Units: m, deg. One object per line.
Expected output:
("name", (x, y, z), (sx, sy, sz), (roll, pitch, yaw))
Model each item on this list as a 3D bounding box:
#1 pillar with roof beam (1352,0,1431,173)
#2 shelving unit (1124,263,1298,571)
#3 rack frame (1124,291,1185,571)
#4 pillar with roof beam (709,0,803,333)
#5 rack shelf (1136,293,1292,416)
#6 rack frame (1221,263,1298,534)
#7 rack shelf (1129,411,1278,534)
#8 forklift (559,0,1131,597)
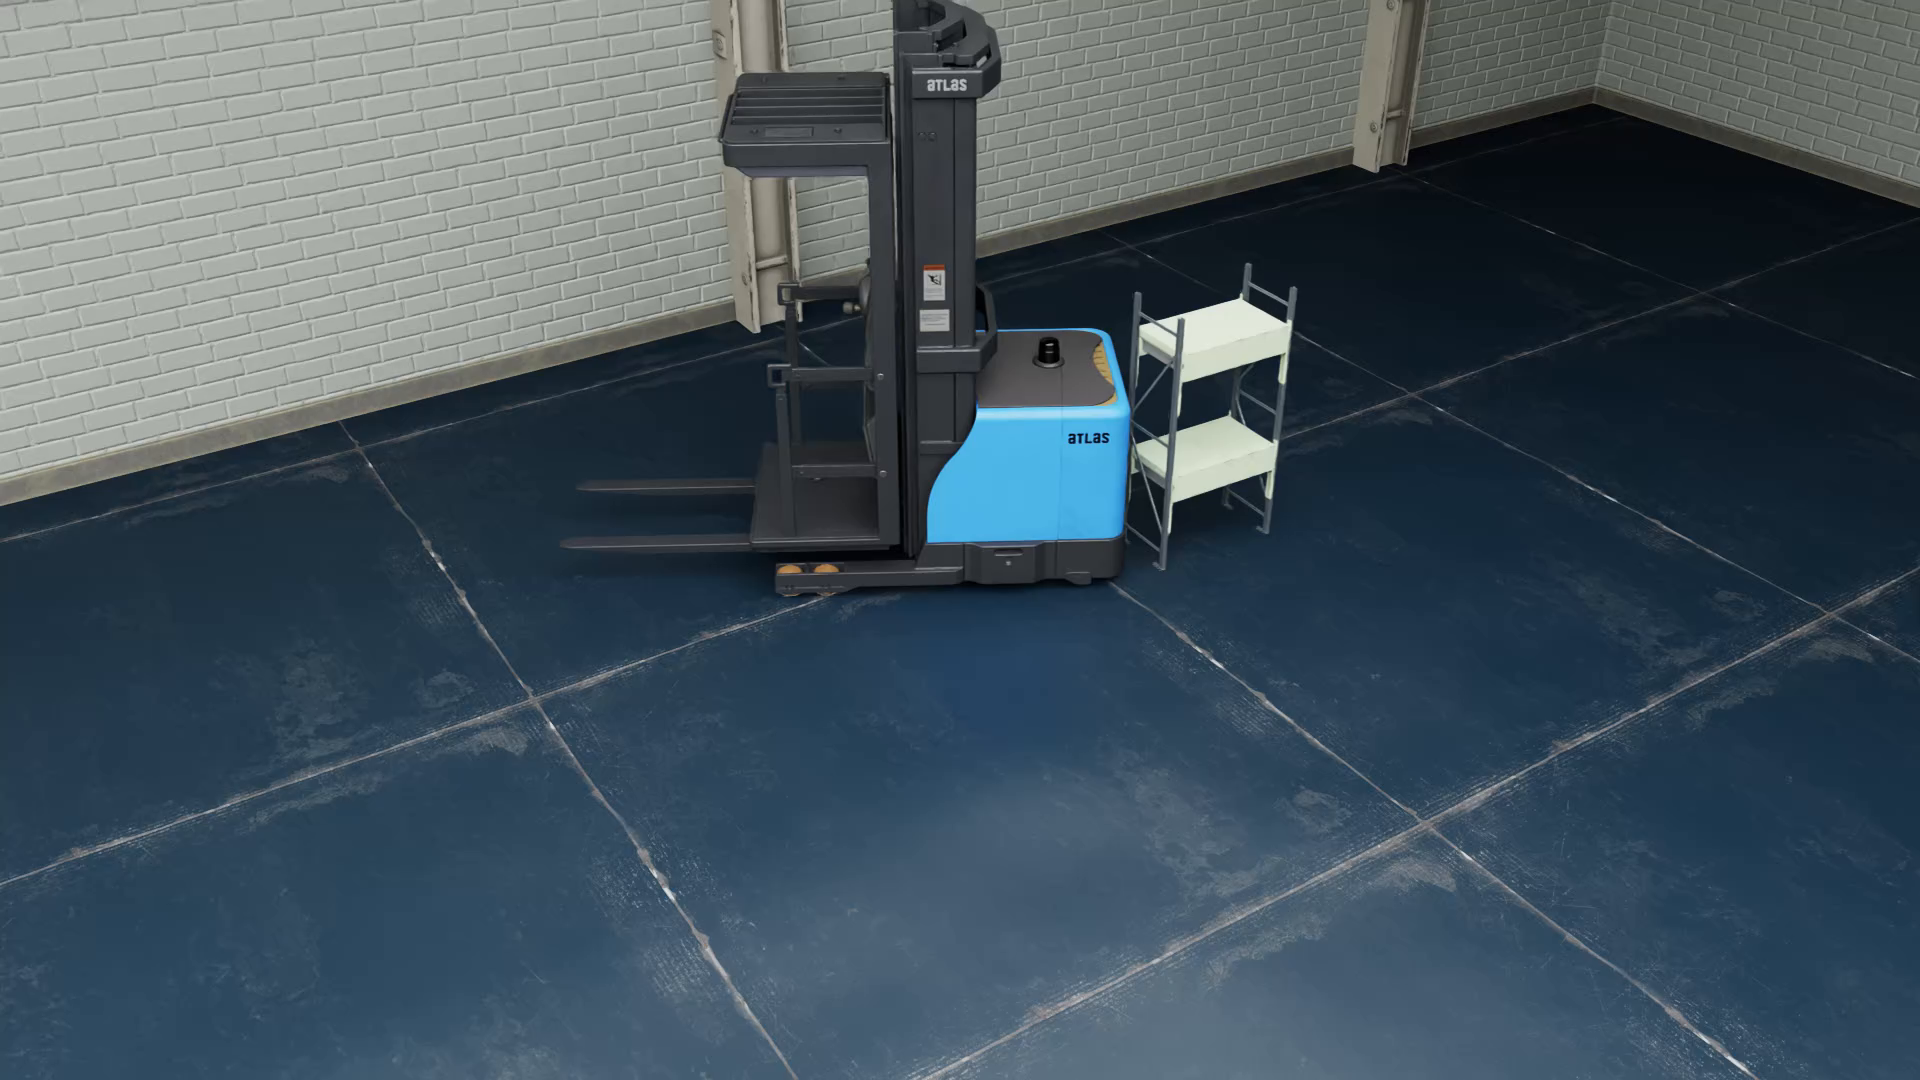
("pillar with roof beam", (6.011, -5.185, 9.157), (0.400, 9.000, 9.100), (-19, 37, -27))
("shelving unit", (1.326, -0.658, 9.009), (0.755, 1.500, 0.431), (-18, 36, -26))
("rack frame", (1.013, -0.557, 8.848), (0.023, 1.500, 0.400), (-18, 36, -26))
("pillar with roof beam", (0.968, -3.451, 6.408), (0.400, 9.000, 9.100), (-19, 37, -27))
("rack shelf", (1.326, -0.988, 8.801), (0.720, 0.370, 0.431), (-18, 36, -26))
("rack frame", (1.639, -0.759, 9.169), (0.023, 1.500, 0.400), (-18, 36, -26))
("rack shelf", (1.326, -0.382, 9.183), (0.720, 0.370, 0.431), (-18, 36, -26))
("forklift", (-0.647, -1.226, 8.568), (3.031, 2.935, 1.130), (-1, 32, -2))
